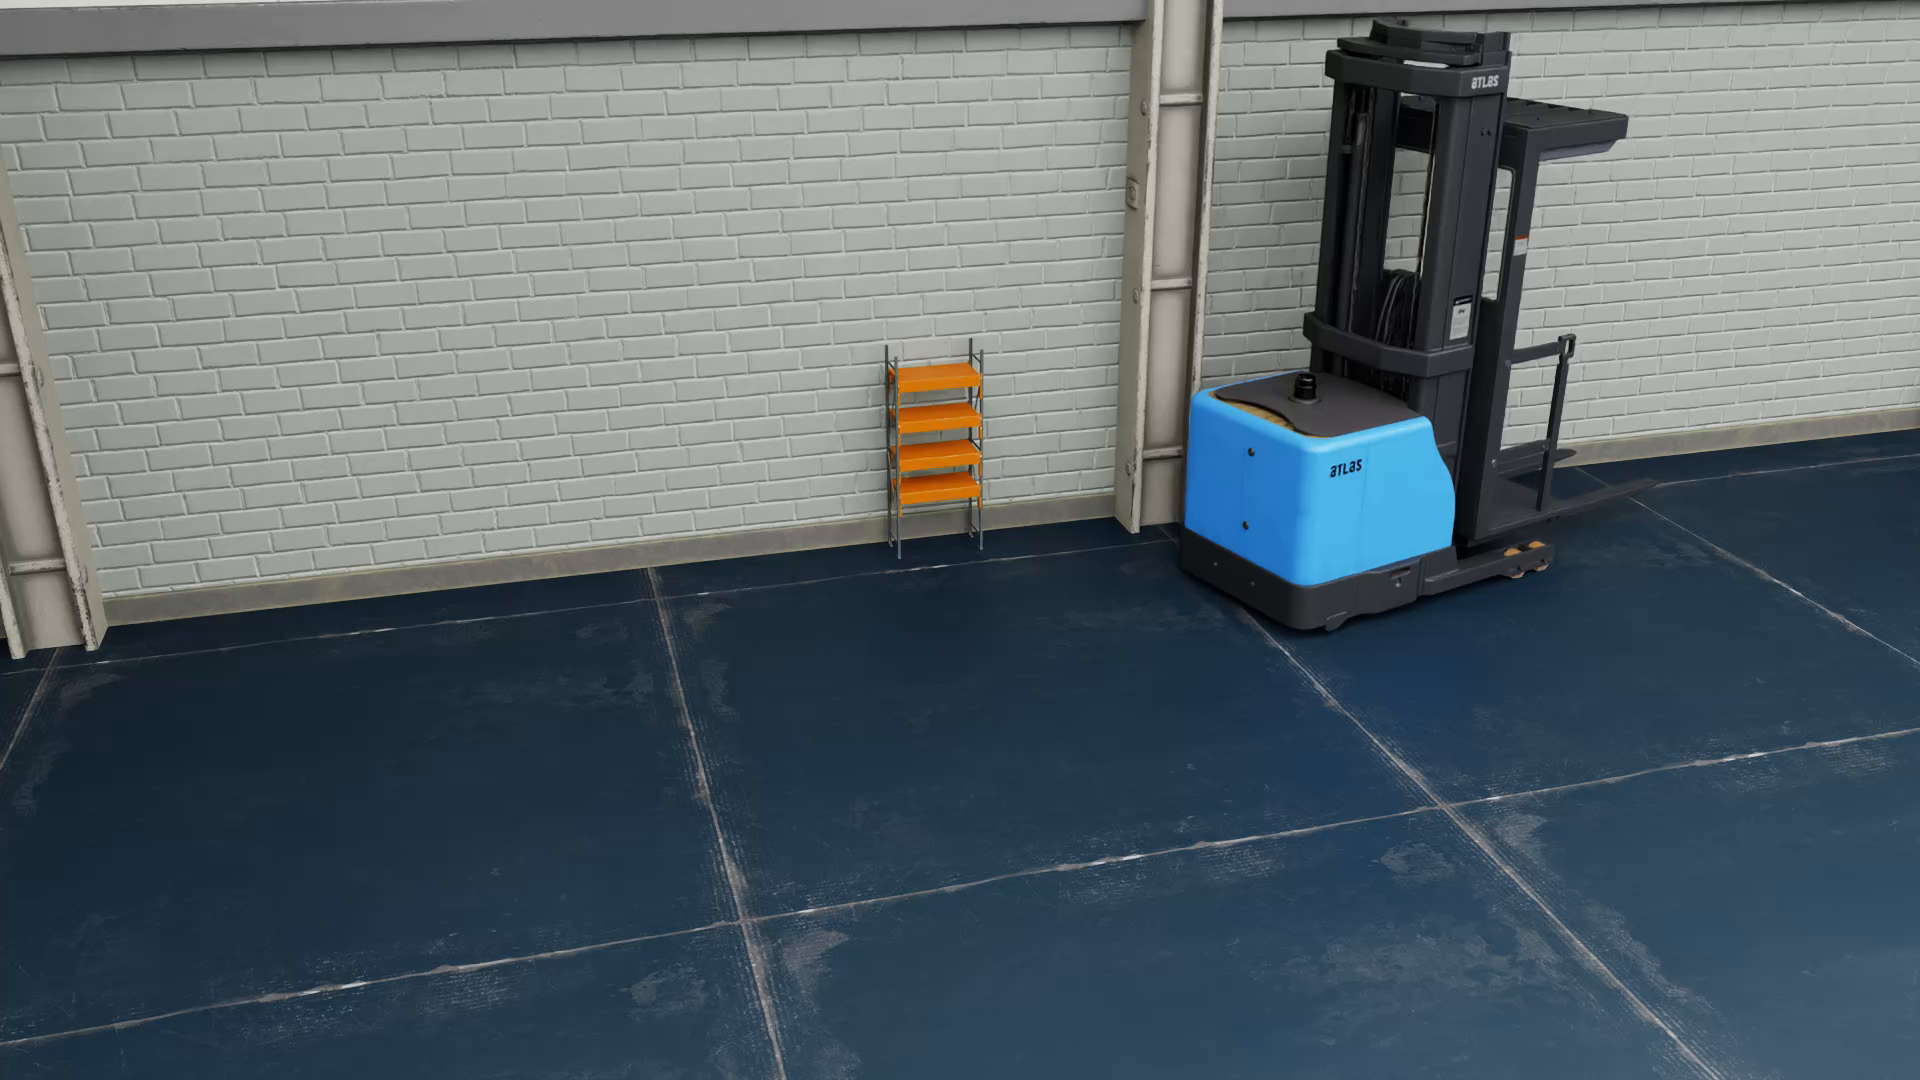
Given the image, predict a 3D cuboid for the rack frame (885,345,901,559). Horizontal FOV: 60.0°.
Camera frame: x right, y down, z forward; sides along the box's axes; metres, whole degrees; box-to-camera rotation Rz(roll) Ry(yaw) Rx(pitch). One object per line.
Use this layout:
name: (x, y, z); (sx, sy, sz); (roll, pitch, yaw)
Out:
rack frame: (-0.378, -0.487, 9.363); (0.015, 1.200, 0.240); (-7, 24, -15)

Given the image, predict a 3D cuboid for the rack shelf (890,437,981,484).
rack shelf: (-0.144, -0.452, 9.453); (0.480, 0.148, 0.258); (-7, 24, -15)

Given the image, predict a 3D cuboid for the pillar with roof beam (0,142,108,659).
pillar with roof beam: (-3.453, -1.982, 2.956); (0.400, 9.000, 9.100); (-6, 24, -14)

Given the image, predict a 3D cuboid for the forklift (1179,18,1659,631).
forklift: (2.743, -1.294, 9.049); (3.031, 2.935, 1.130); (-14, 27, -29)

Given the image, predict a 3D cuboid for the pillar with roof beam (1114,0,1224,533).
pillar with roof beam: (2.324, -2.621, 4.446); (0.400, 9.000, 9.100); (-6, 24, -14)

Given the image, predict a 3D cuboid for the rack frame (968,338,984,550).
rack frame: (0.091, -0.541, 9.488); (0.015, 1.200, 0.240); (-7, 24, -15)

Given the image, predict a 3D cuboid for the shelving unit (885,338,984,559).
shelving unit: (-0.144, -0.514, 9.426); (0.503, 1.200, 0.258); (-7, 24, -15)

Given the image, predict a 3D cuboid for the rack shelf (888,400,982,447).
rack shelf: (-0.144, -0.658, 9.364); (0.480, 0.148, 0.258); (-7, 24, -15)

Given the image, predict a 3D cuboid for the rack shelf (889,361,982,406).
rack shelf: (-0.144, -0.875, 9.270); (0.480, 0.148, 0.258); (-7, 24, -15)

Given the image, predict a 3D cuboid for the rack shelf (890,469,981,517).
rack shelf: (-0.144, -0.270, 9.531); (0.480, 0.148, 0.258); (-7, 24, -15)
